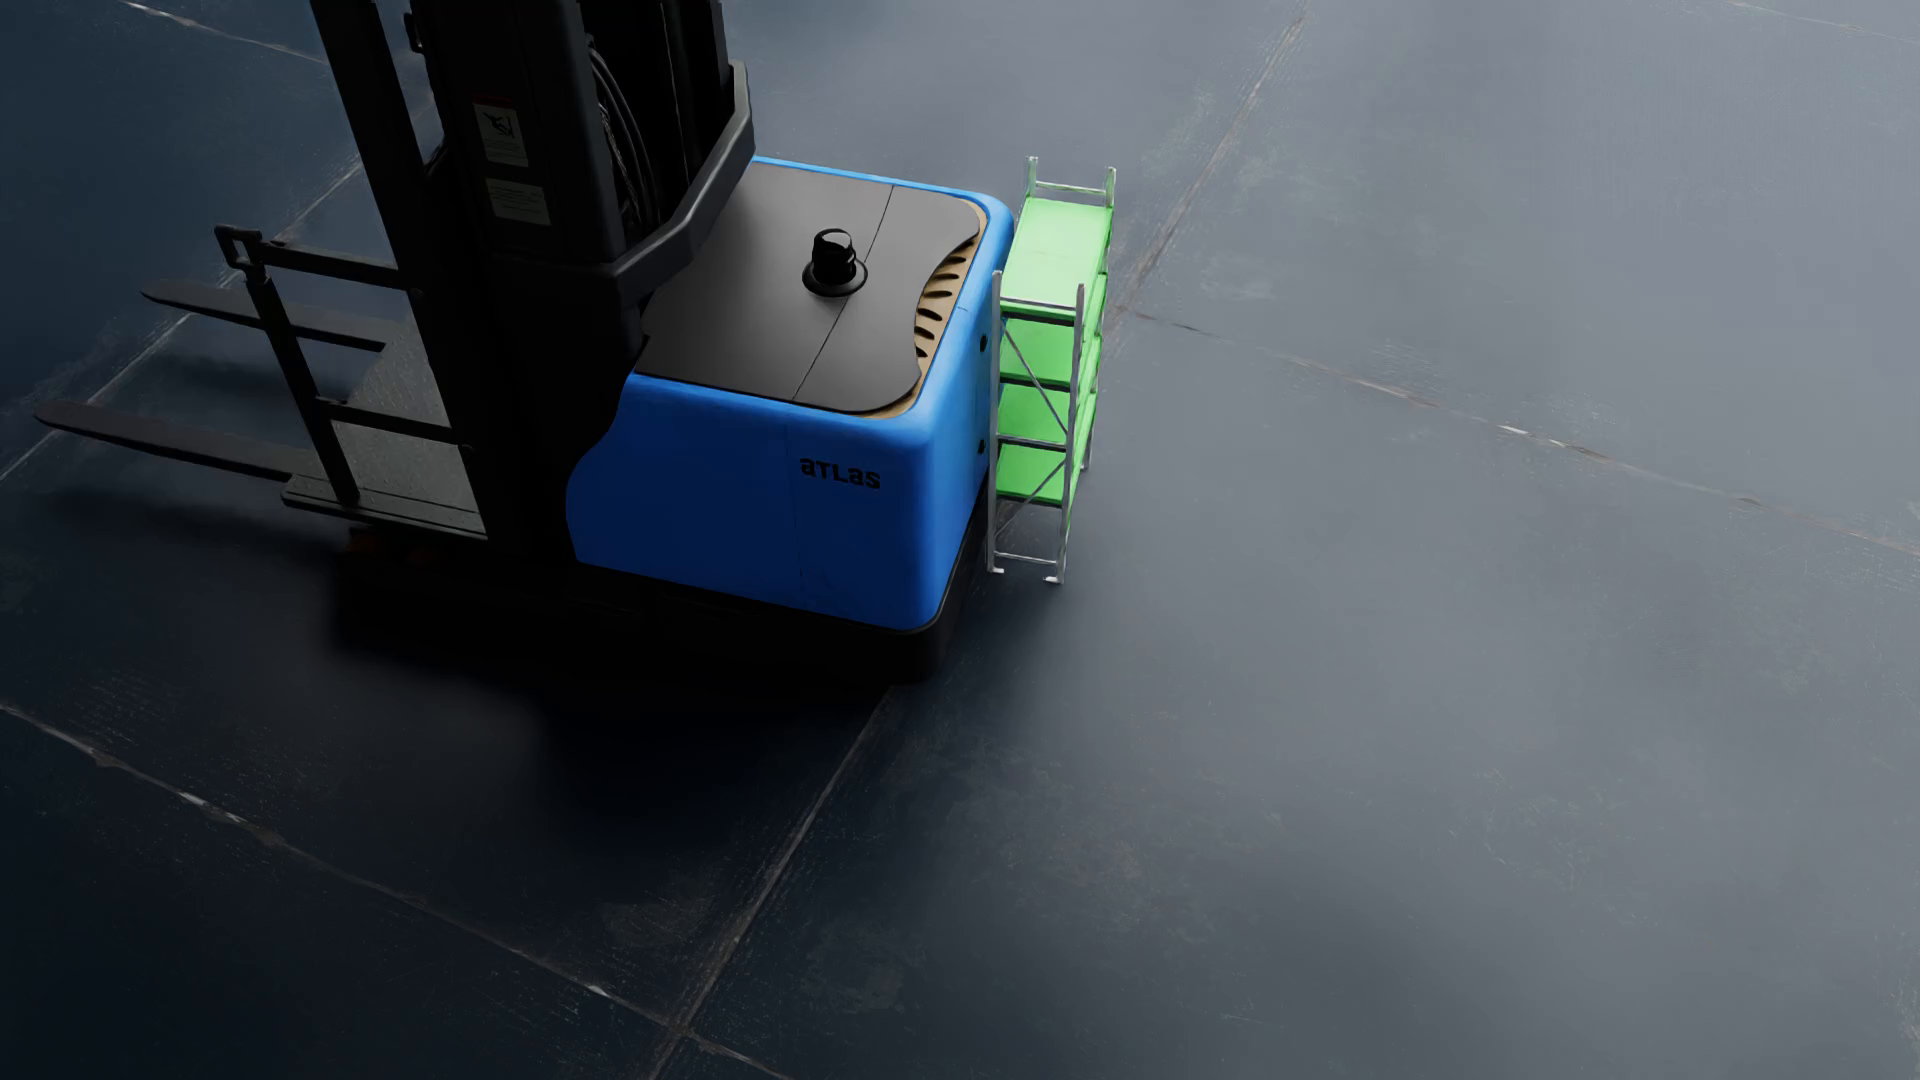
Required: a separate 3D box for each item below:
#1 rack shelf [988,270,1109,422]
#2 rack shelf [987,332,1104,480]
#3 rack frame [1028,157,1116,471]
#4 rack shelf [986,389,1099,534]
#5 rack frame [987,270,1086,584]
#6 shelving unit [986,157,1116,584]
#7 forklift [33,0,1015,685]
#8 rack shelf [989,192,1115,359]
[{"bbox_3d":[0.255,-0.573,4.718,0.258,0.148,0.480,10,50,8],"label":"rack shelf"},{"bbox_3d":[0.255,-0.417,4.901,0.258,0.148,0.480,10,50,8],"label":"rack shelf"},{"bbox_3d":[0.307,-0.640,5.007,0.240,1.200,0.015,10,50,8],"label":"rack frame"},{"bbox_3d":[0.255,-0.262,5.084,0.258,0.148,0.480,10,50,8],"label":"rack shelf"},{"bbox_3d":[0.202,-0.277,4.698,0.240,1.200,0.015,10,50,8],"label":"rack frame"},{"bbox_3d":[0.255,-0.459,4.852,0.258,1.200,0.503,10,50,8],"label":"shelving unit"},{"bbox_3d":[-1.408,-1.151,4.305,3.031,2.935,1.130,12,51,10],"label":"forklift"},{"bbox_3d":[0.255,-0.728,4.536,0.258,0.148,0.480,10,50,8],"label":"rack shelf"}]
